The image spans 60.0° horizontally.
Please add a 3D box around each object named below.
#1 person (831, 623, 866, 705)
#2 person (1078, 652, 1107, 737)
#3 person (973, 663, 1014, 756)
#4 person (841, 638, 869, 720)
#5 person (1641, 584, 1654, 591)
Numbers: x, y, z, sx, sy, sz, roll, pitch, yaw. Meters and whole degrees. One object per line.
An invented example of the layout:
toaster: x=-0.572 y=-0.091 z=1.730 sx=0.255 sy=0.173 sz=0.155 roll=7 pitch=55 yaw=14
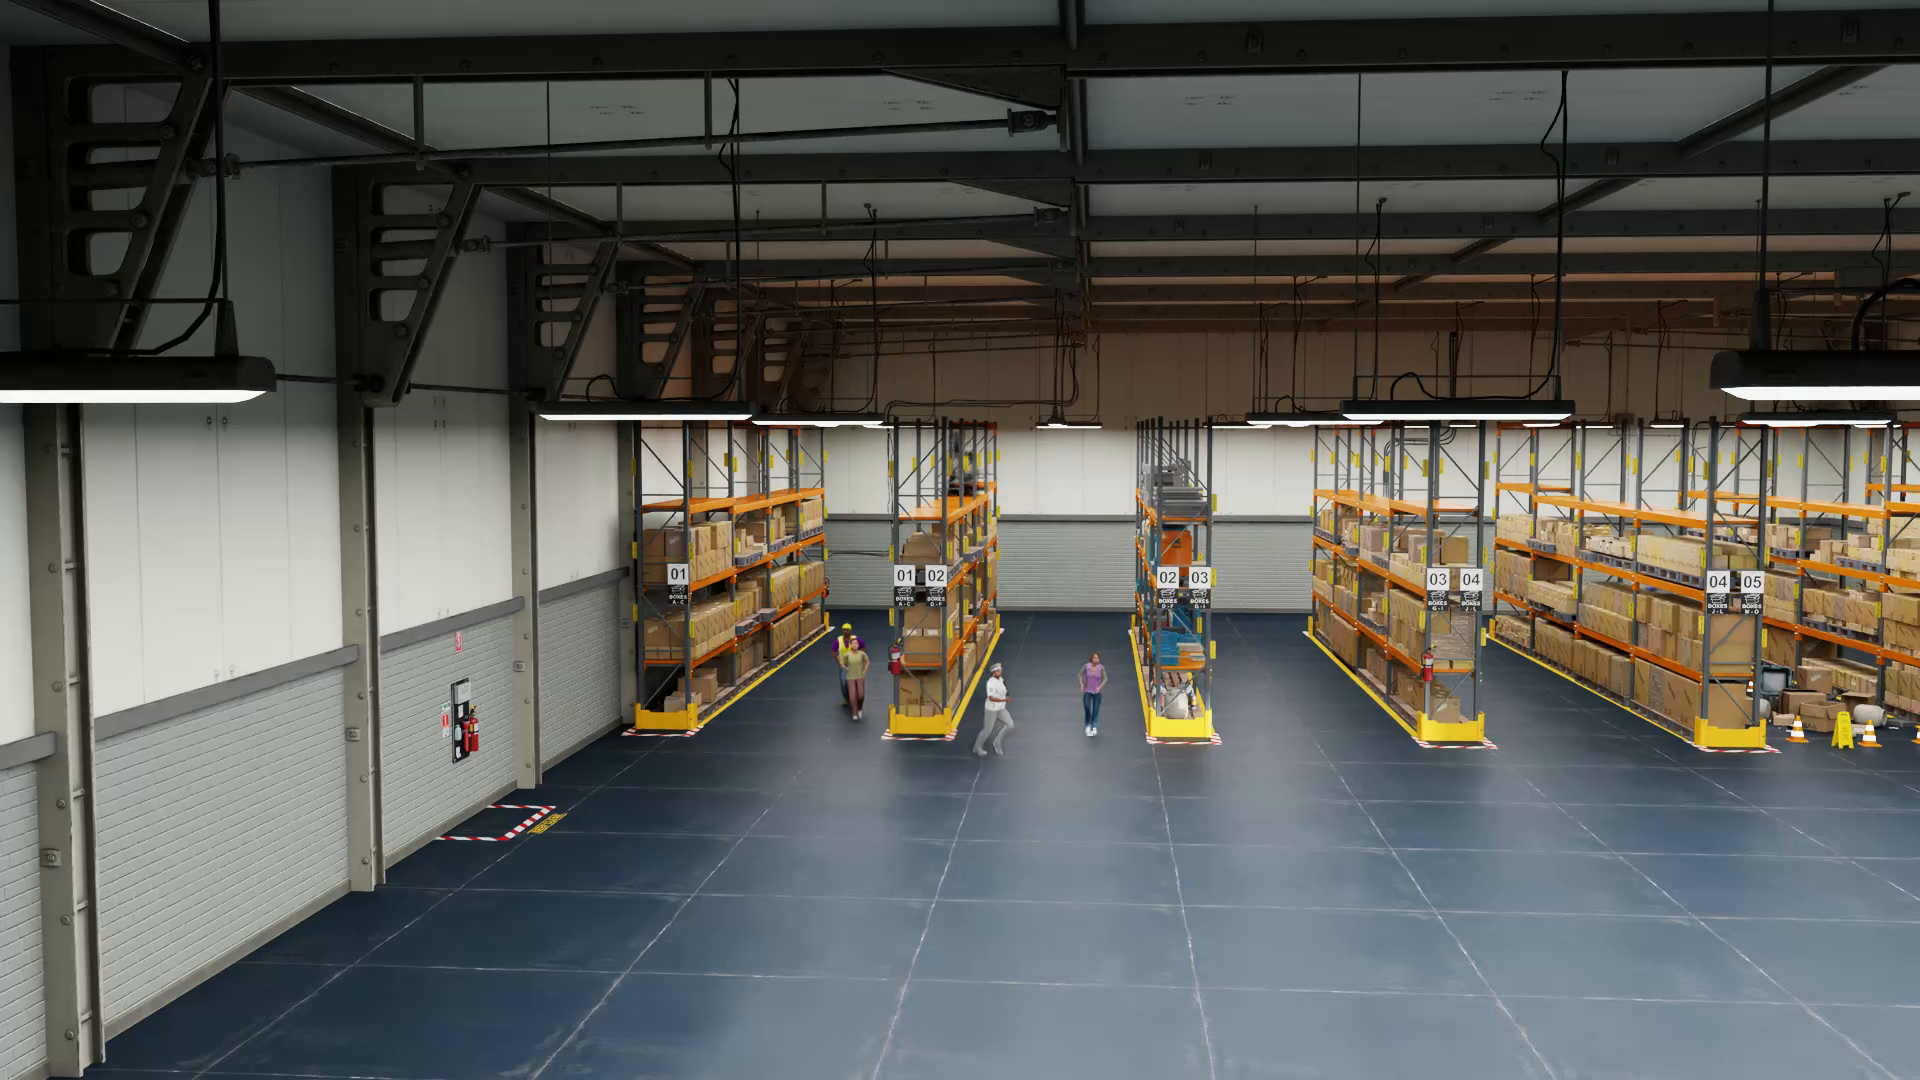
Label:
person: x=-2.325 y=2.592 z=34.592 sx=0.733 sy=1.720 sz=0.578 roll=0 pitch=4 yaw=0
person: x=2.494 y=2.894 z=31.260 sx=0.549 sy=1.571 sz=0.613 roll=0 pitch=4 yaw=3
person: x=0.639 y=2.966 z=29.187 sx=0.832 sy=1.669 sz=0.590 roll=3 pitch=5 yaw=39
person: x=-2.060 y=2.752 z=32.826 sx=0.570 sy=1.627 sz=0.526 roll=0 pitch=4 yaw=-6
person: x=19.567 y=1.836 z=47.276 sx=0.781 sy=1.691 sz=0.597 roll=1 pitch=4 yaw=11
